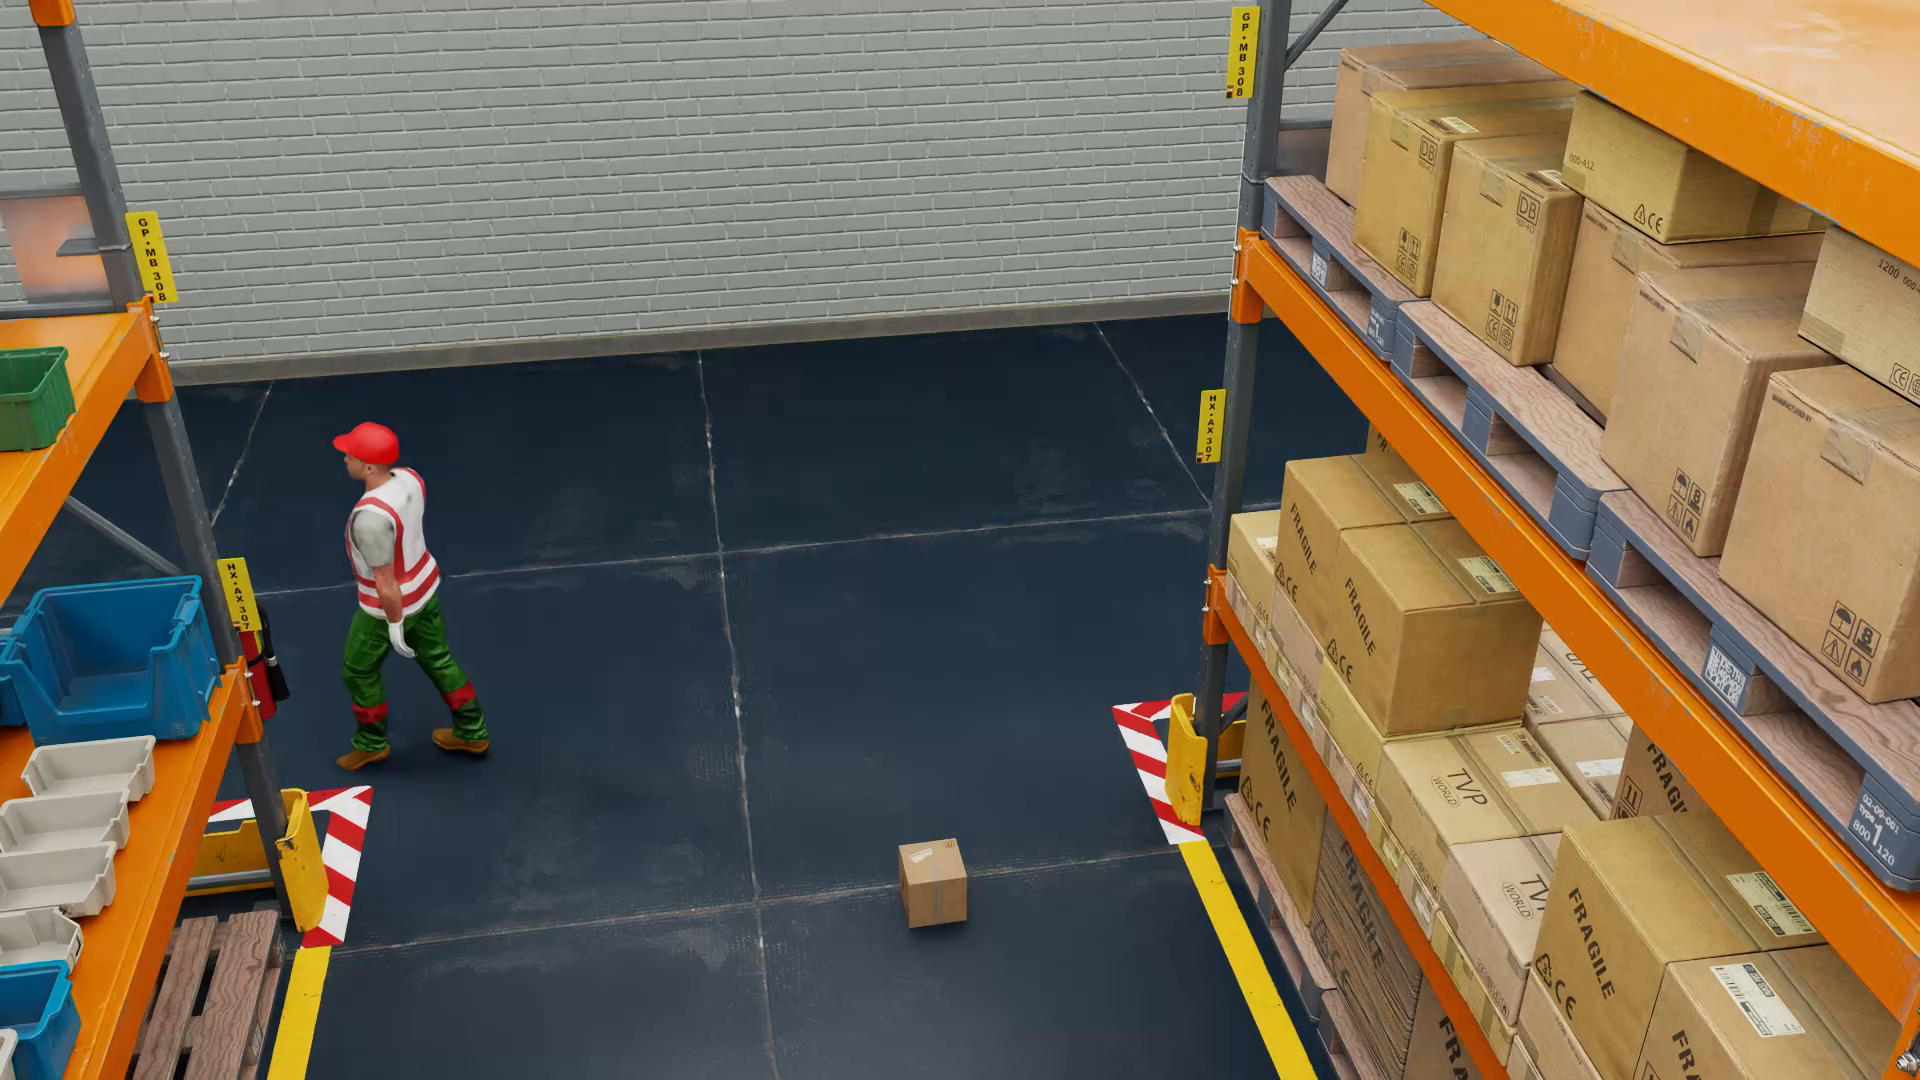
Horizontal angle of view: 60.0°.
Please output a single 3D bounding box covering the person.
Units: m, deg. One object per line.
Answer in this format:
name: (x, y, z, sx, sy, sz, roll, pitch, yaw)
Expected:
person: (-2.645, 0.281, 7.651, 0.717, 1.827, 0.542, 6, 31, 10)
